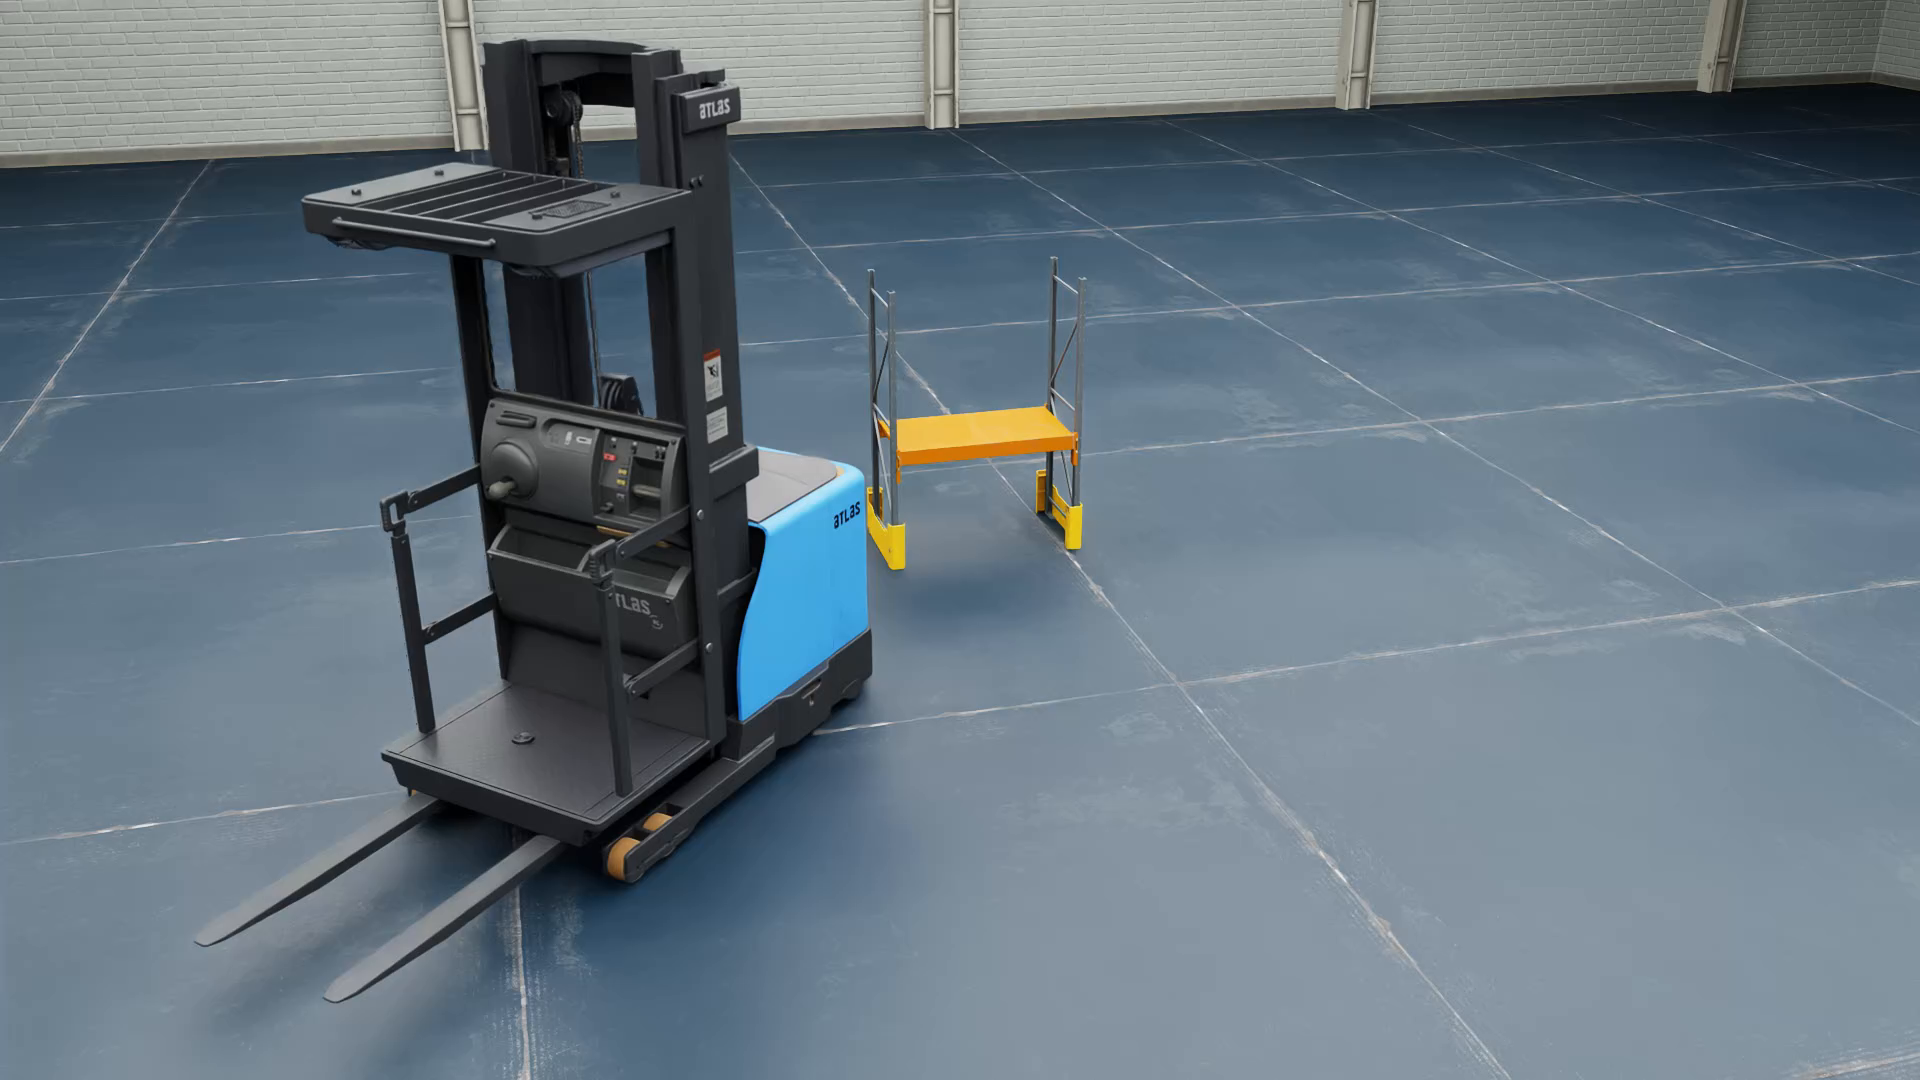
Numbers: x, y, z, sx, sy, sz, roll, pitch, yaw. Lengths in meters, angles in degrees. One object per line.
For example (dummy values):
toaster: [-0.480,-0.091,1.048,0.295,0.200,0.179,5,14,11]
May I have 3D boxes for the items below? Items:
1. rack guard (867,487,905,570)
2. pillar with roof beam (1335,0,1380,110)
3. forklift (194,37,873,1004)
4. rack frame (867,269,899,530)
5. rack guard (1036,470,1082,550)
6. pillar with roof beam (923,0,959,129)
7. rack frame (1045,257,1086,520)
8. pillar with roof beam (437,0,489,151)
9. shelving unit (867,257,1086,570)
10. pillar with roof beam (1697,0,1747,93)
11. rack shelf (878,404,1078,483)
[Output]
rack guard: [-0.406,-0.070,9.096,0.087,0.250,0.587,-6,24,-14]
pillar with roof beam: [6.698,-8.608,17.900,0.400,9.000,9.100,-6,24,-14]
forklift: [-1.549,-0.263,6.145,1.130,2.935,3.031,12,26,26]
rack frame: [-0.407,-0.644,8.849,0.032,1.500,0.500,-6,24,-14]
rack guard: [0.553,-0.176,9.343,0.087,0.250,0.587,-6,24,-14]
pillar with roof beam: [0.921,-7.969,16.410,0.400,9.000,9.100,-6,24,-14]
rack frame: [0.572,-0.752,9.102,0.032,1.500,0.500,-6,24,-14]
pillar with roof beam: [-4.856,-7.330,14.921,0.400,9.000,9.100,-6,24,-14]
shelving unit: [0.073,-0.697,8.973,1.083,1.500,0.587,-6,24,-14]
pillar with roof beam: [12.475,-9.247,19.389,0.400,9.000,9.100,-6,24,-14]
rack shelf: [0.082,-0.533,9.046,1.000,0.185,0.538,-6,24,-14]
